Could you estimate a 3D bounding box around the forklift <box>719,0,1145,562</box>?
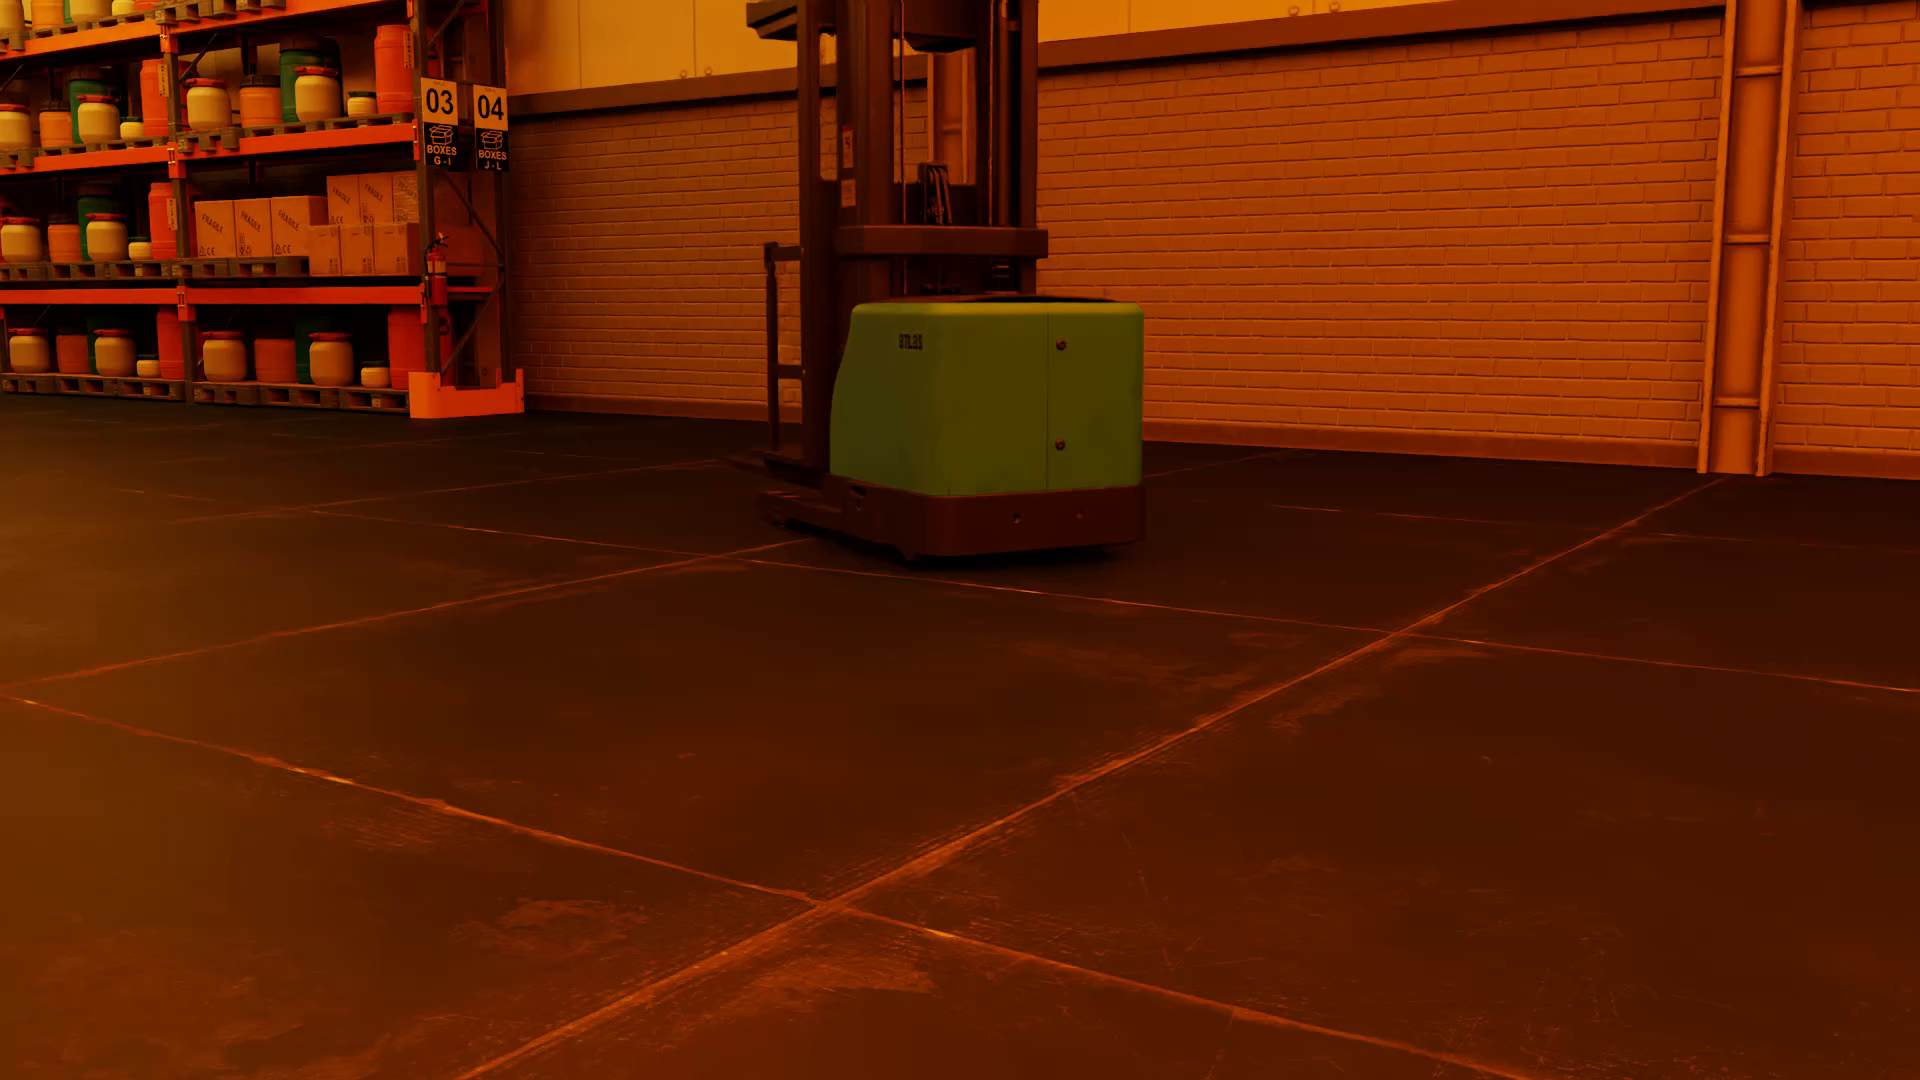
[{"bbox_3d":[-0.347,-1.531,7.960,1.130,2.935,3.031,-4,9,-28],"label":"forklift"}]
